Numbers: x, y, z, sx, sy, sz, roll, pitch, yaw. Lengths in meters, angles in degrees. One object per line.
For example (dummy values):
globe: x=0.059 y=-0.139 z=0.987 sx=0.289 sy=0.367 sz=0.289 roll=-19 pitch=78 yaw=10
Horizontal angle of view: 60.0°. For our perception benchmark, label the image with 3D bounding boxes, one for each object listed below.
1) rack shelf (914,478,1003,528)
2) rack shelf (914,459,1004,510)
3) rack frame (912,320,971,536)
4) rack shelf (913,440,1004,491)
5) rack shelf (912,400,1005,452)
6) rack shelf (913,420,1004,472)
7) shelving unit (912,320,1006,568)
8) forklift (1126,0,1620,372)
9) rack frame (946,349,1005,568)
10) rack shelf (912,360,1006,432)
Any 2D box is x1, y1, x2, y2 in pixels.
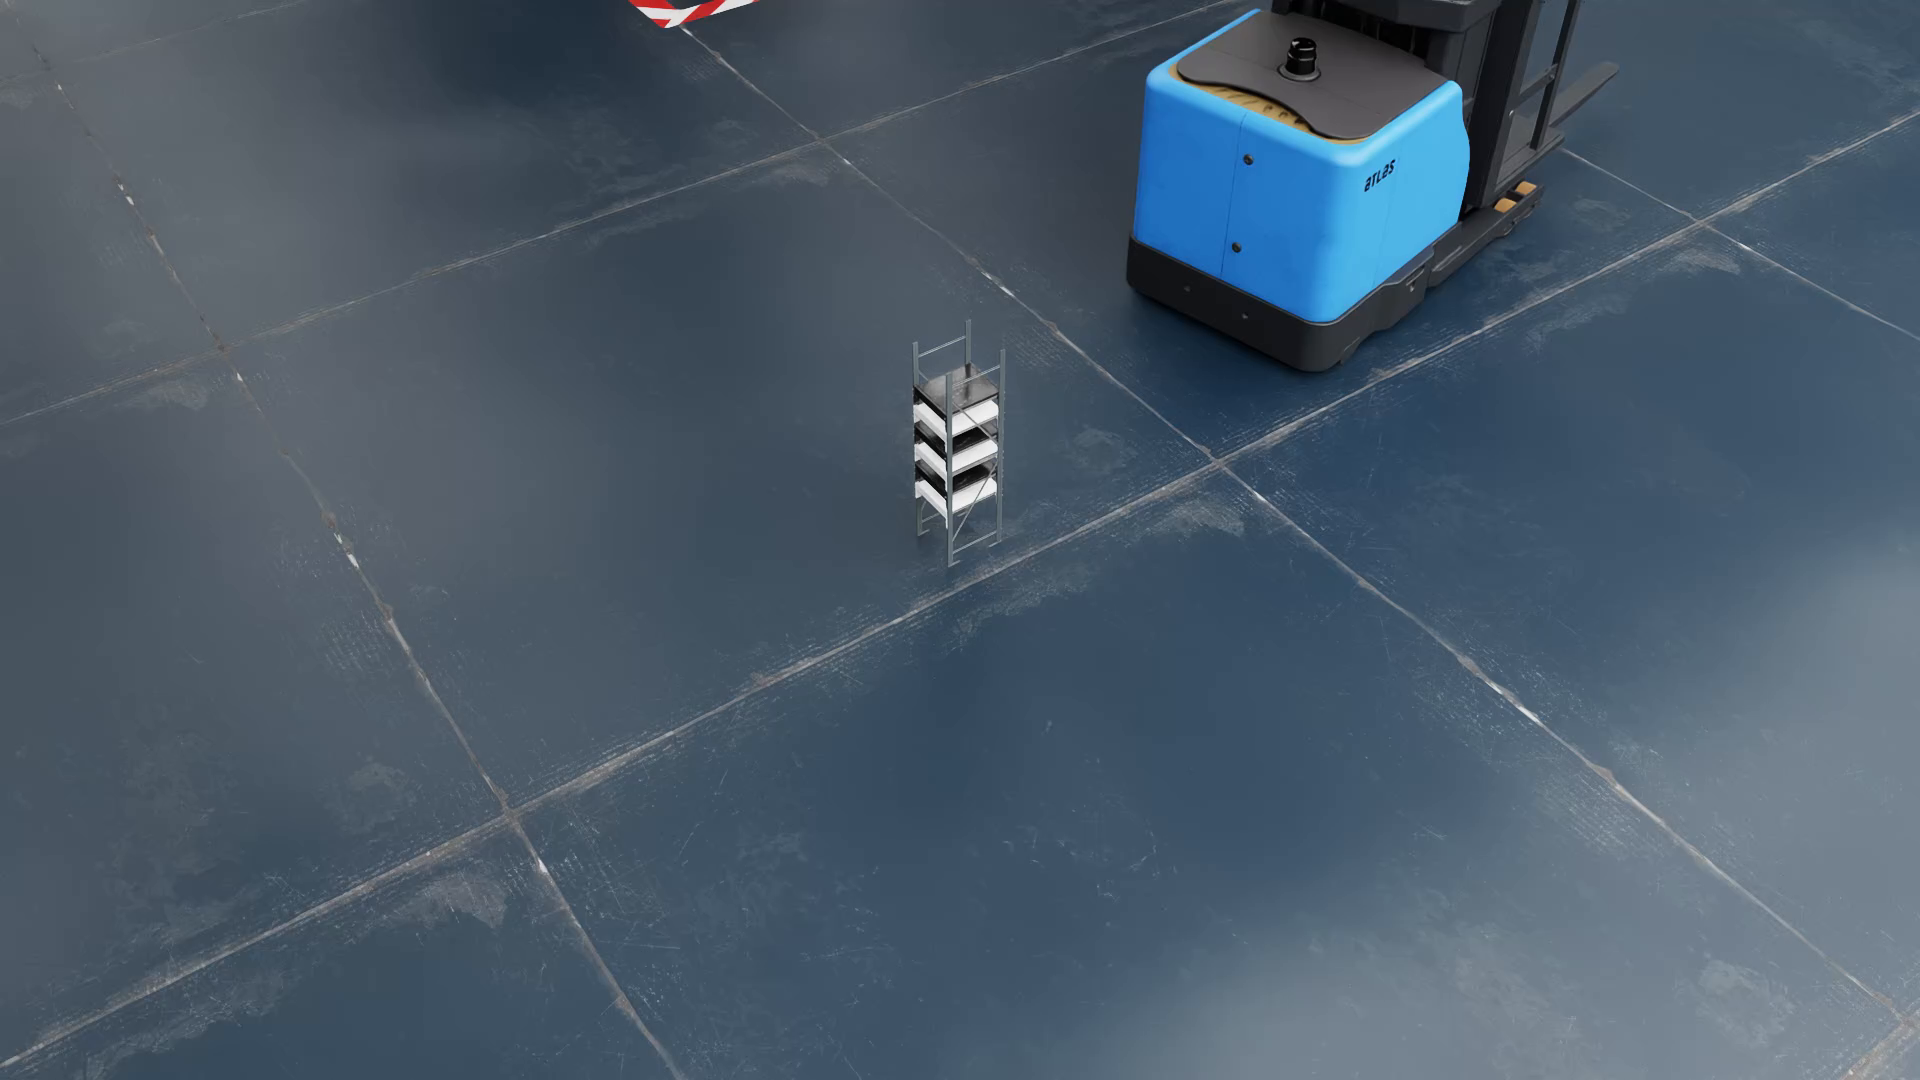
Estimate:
rack shelf: x=-0.005 y=-0.176 z=6.091 sx=0.258 sy=0.077 sz=0.200 roll=-26 pitch=49 yaw=-24
rack shelf: x=-0.005 y=-0.241 z=6.029 sx=0.258 sy=0.077 sz=0.200 roll=-26 pitch=49 yaw=-24
rack frame: x=-0.063 y=-0.388 z=6.004 sx=0.240 sy=0.900 sz=0.006 roll=-26 pitch=49 yaw=-24
rack shelf: x=-0.005 y=-0.306 z=5.967 sx=0.258 sy=0.077 sz=0.200 roll=-26 pitch=49 yaw=-24
rack shelf: x=-0.005 y=-0.436 z=5.843 sx=0.258 sy=0.077 sz=0.200 roll=-26 pitch=49 yaw=-24
rack shelf: x=-0.005 y=-0.371 z=5.905 sx=0.258 sy=0.077 sz=0.200 roll=-26 pitch=49 yaw=-24
shelving unit: x=-0.005 y=-0.330 z=5.944 sx=0.258 sy=0.900 sz=0.210 roll=-26 pitch=49 yaw=-24
forklift: x=2.093 y=-2.691 z=6.946 sx=1.130 sy=2.935 sz=3.031 roll=32 pitch=52 yaw=29
rack frame: x=0.054 y=-0.273 z=5.884 sx=0.240 sy=0.900 sz=0.006 roll=-26 pitch=49 yaw=-24
rack shelf: x=-0.005 y=-0.501 z=5.781 sx=0.258 sy=0.077 sz=0.200 roll=-26 pitch=49 yaw=-24
